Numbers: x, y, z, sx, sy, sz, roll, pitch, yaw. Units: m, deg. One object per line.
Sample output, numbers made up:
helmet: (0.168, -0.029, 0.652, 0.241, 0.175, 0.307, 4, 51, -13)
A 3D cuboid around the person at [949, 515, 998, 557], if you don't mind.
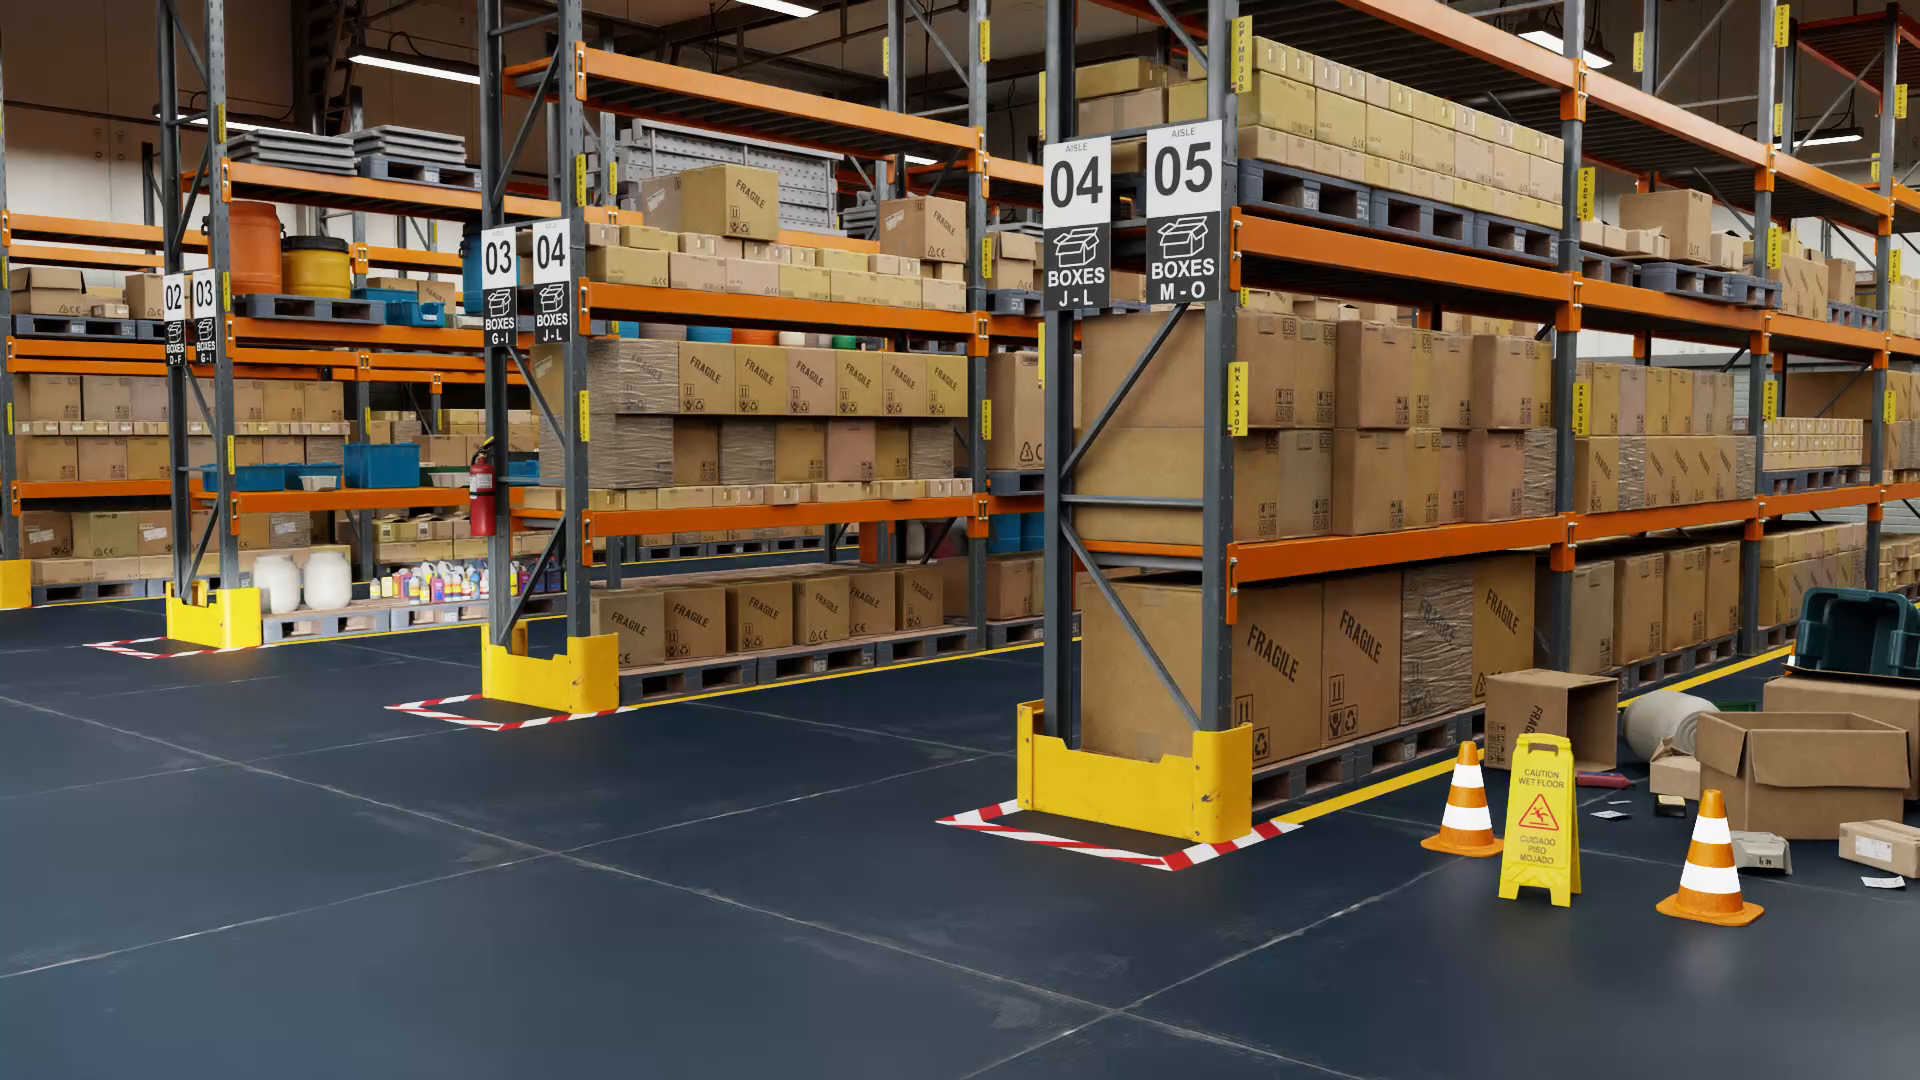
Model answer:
person: (0.120, -0.142, 17.014, 0.560, 1.583, 0.414, 1, 4, 21)
